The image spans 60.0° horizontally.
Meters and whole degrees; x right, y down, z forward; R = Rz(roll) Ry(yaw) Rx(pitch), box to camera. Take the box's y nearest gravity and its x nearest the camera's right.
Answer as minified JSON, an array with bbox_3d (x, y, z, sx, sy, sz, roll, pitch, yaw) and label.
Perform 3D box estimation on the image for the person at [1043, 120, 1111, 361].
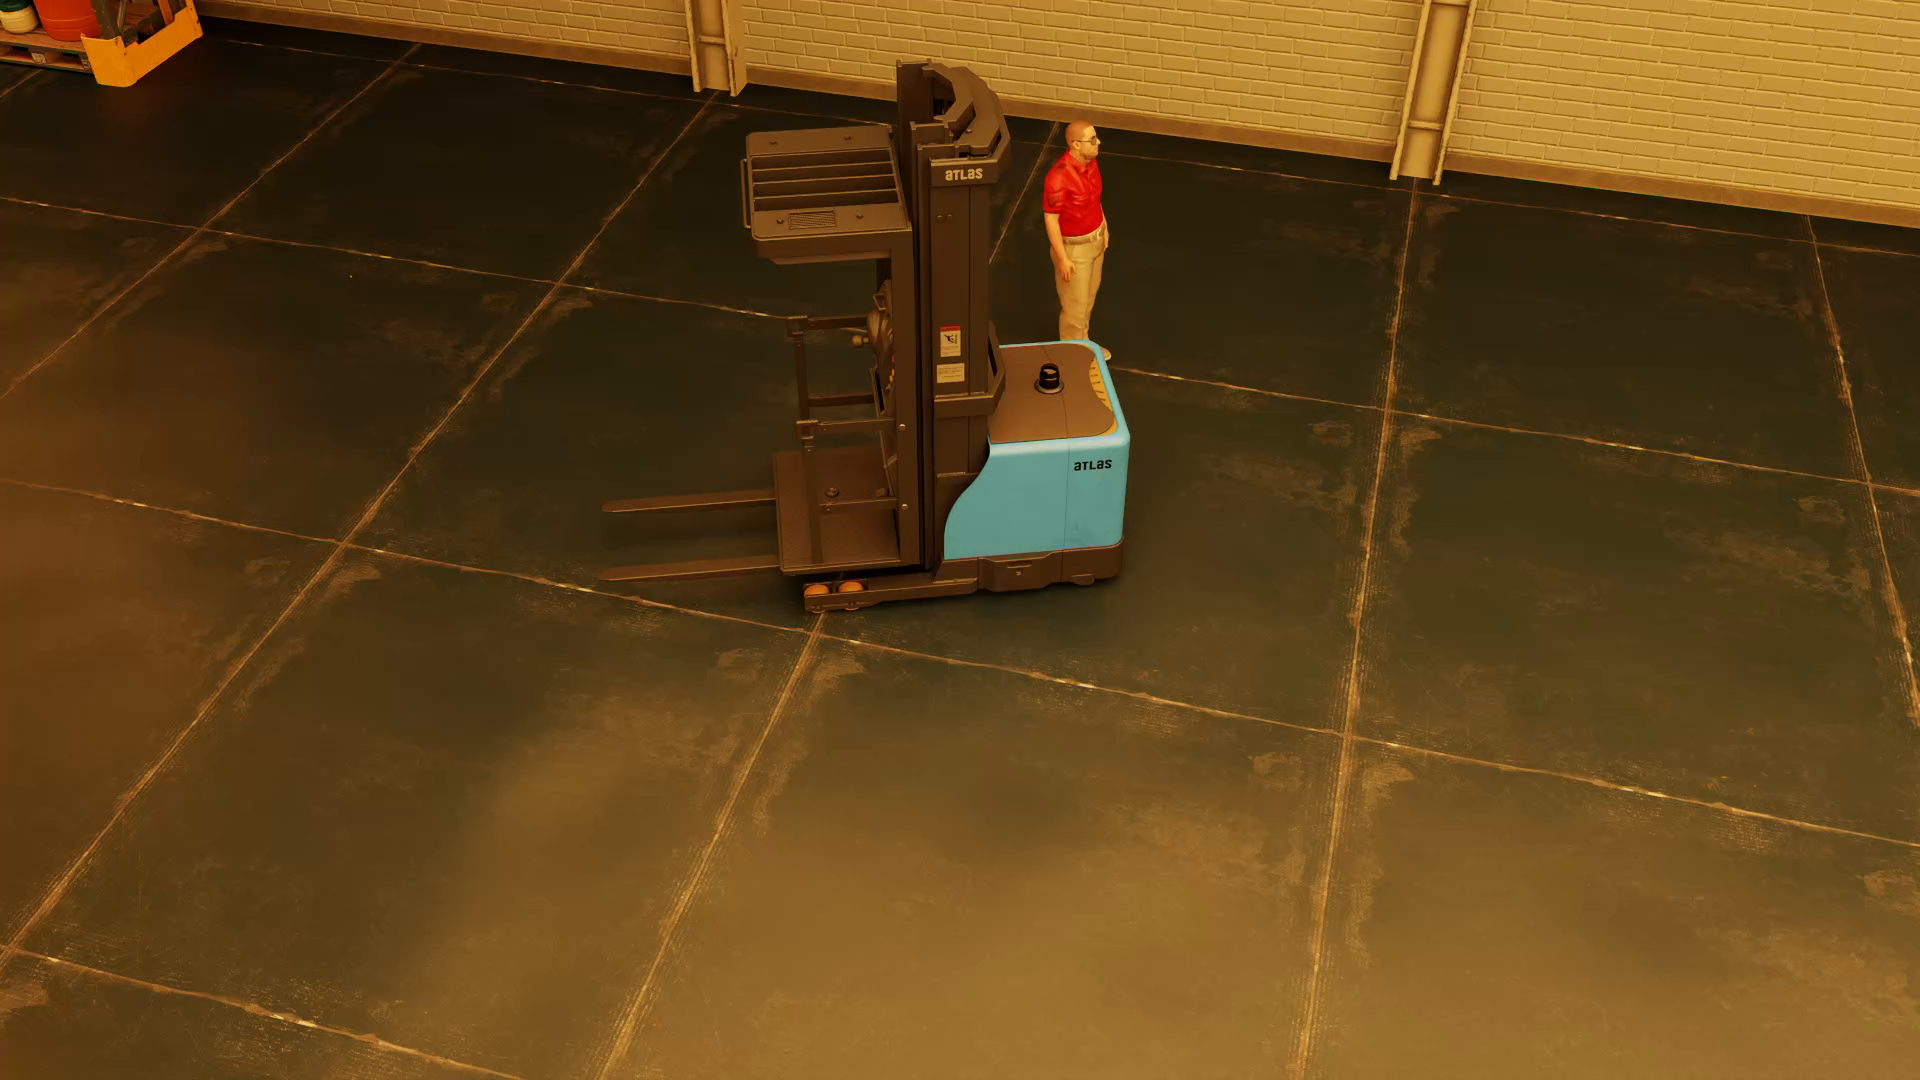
[{"bbox_3d":[0.858,-1.902,10.933,0.551,1.728,0.640,21,45,22],"label":"person"}]

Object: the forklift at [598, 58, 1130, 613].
[{"bbox_3d":[-0.604,-1.052,9.062,3.031,2.935,1.130,-5,41,-5],"label":"forklift"}]
